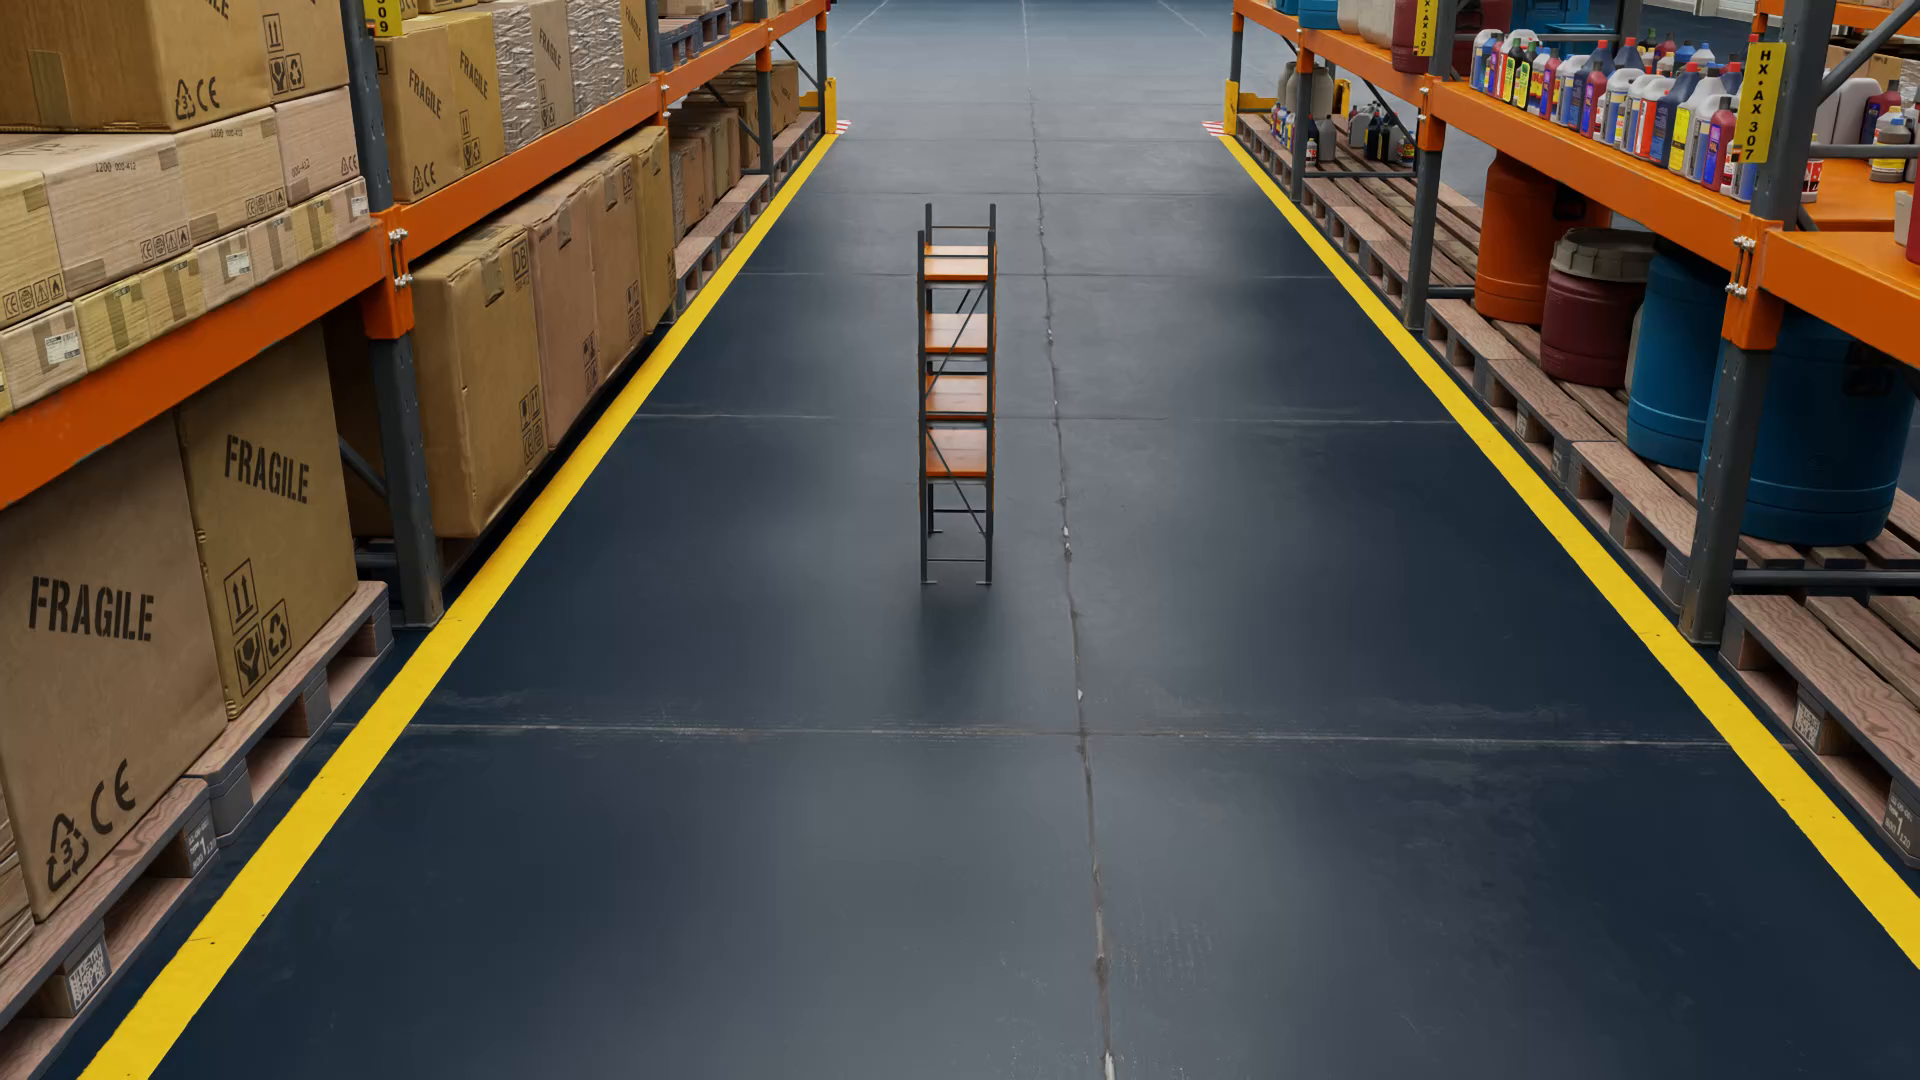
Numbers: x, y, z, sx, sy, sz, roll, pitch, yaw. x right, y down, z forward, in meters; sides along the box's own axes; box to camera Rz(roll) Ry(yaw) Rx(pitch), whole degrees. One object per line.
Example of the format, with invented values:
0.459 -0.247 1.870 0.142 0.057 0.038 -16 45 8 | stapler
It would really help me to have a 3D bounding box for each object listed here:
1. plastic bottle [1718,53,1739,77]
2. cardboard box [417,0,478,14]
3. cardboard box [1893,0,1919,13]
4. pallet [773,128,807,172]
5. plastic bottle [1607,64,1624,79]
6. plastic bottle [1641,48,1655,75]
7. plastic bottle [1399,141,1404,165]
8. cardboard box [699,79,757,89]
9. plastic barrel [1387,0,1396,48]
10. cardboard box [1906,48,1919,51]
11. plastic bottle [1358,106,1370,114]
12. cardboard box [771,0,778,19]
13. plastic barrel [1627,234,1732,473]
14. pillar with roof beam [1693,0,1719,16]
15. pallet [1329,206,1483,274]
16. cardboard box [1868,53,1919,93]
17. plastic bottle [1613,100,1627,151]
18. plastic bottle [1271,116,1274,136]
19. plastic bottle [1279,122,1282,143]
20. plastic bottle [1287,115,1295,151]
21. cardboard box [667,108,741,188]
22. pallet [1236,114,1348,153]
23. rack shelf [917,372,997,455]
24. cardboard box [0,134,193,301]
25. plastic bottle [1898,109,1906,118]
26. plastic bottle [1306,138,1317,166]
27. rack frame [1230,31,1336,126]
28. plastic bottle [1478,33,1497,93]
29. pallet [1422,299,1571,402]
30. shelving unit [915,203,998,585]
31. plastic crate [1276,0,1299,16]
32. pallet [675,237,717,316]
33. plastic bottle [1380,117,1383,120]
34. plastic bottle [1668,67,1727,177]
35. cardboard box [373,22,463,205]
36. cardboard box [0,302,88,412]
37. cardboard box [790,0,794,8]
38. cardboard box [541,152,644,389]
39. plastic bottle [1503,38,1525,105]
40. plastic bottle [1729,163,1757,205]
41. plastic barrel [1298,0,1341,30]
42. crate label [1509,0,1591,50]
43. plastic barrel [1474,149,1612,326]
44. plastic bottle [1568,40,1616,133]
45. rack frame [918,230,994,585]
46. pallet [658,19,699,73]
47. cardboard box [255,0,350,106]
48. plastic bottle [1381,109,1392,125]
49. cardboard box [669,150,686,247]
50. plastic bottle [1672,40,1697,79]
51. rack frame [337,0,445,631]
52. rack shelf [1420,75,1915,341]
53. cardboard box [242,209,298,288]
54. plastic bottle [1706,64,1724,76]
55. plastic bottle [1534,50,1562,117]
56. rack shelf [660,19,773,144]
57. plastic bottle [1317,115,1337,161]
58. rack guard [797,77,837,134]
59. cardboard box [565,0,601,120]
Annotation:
3.128 -1.845 6.799 0.061 0.283 0.133 1 21 2 | plastic bottle
-2.130 -2.131 5.848 0.797 0.503 0.637 1 21 2 | cardboard box
8.007 -4.499 13.338 0.700 0.500 0.500 1 21 2 | cardboard box
-1.911 -3.415 14.539 1.003 0.211 1.213 1 21 2 | pallet
2.544 -1.706 6.456 0.097 0.271 0.097 0 21 0 | plastic bottle
3.291 -2.244 7.940 0.097 0.201 0.097 0 21 0 | plastic bottle
3.471 -3.023 12.933 0.097 0.201 0.097 0 21 0 | plastic bottle
-1.928 -3.637 14.130 0.500 0.500 0.500 -1 21 -3 | cardboard box
2.729 -3.108 9.737 0.421 0.512 0.421 0 21 0 | plastic barrel
8.341 -3.889 14.090 0.500 0.500 0.500 1 21 2 | cardboard box
3.489 -3.597 14.310 0.152 0.276 0.135 1 21 2 | plastic bottle
-1.603 -4.077 12.738 0.380 0.149 0.250 1 21 2 | cardboard box
2.832 -0.753 6.143 0.600 0.901 0.708 1 21 2 | plastic barrel
10.132 -14.402 30.707 9.100 9.000 0.400 1 21 2 | pillar with roof beam
3.000 -1.949 10.759 1.003 0.211 1.213 1 21 2 | pallet
7.805 -3.714 13.639 0.500 0.500 0.500 1 21 2 | cardboard box
2.472 -1.541 6.130 0.097 0.201 0.097 0 21 0 | plastic bottle
2.772 -3.632 14.504 0.097 0.201 0.097 0 21 0 | plastic bottle
2.758 -3.474 14.096 0.097 0.201 0.097 0 21 0 | plastic bottle
2.767 -3.368 13.615 0.144 0.351 0.185 1 21 1 | plastic bottle
-1.971 -2.848 12.069 0.700 0.500 0.500 -1 21 -3 | cardboard box
3.156 -3.800 15.530 1.003 0.211 1.213 1 21 2 | pallet
-0.005 -0.437 5.682 0.258 0.148 0.480 1 21 2 | rack shelf
-1.954 -0.672 3.410 0.500 0.250 0.500 1 21 3 | cardboard box
3.216 -1.362 5.668 0.097 0.201 0.097 0 21 0 | plastic bottle
2.719 -3.010 12.901 0.097 0.201 0.097 0 21 0 | plastic bottle
3.142 -5.421 15.855 1.000 3.000 0.127 1 21 2 | rack frame
2.531 -2.274 7.922 0.097 0.271 0.097 0 21 0 | plastic bottle
2.916 -0.943 8.169 1.003 0.211 1.213 1 21 2 | pallet
-0.005 -0.500 5.658 0.258 1.200 0.503 1 21 2 | shelving unit
2.782 -4.309 13.193 0.499 0.251 0.616 1 21 2 | plastic crate
-2.027 -1.566 9.773 1.003 0.211 1.213 1 21 2 | pallet
3.432 -3.318 13.596 0.097 0.271 0.097 0 21 0 | plastic bottle
2.477 -1.396 5.547 0.144 0.351 0.185 1 21 2 | plastic bottle
-1.910 -1.347 5.217 0.500 0.500 0.500 1 21 2 | cardboard box
-1.903 -0.350 3.130 0.380 0.149 0.250 1 21 3 | cardboard box
-1.591 -4.530 13.903 0.380 0.149 0.250 1 21 2 | cardboard box
-2.129 -1.217 7.376 1.225 0.875 0.875 1 21 2 | cardboard box
2.498 -2.106 7.472 0.061 0.283 0.133 1 21 2 | plastic bottle
2.465 -1.171 5.071 0.152 0.276 0.135 1 21 2 | plastic bottle
2.705 -4.073 11.685 0.600 0.901 0.708 1 21 2 | plastic barrel
3.199 -2.902 9.312 0.502 0.435 0.616 1 21 2 | crate label
2.900 -1.536 8.260 0.600 0.830 0.708 1 21 2 | plastic barrel
2.511 -1.794 6.574 0.144 0.351 0.185 1 21 2 | plastic bottle
-0.012 -0.411 5.430 0.240 1.200 0.015 1 21 2 | rack frame
-2.137 -2.753 9.242 1.213 0.211 1.003 1 21 2 | pallet
-1.921 -1.386 4.215 0.500 0.500 0.500 1 21 3 | cardboard box
3.465 -3.301 13.443 0.144 0.351 0.185 0 21 -1 | plastic bottle
-2.048 -2.066 10.055 0.700 0.500 0.500 -1 21 -3 | cardboard box
3.278 -2.123 7.531 0.097 0.271 0.097 0 21 0 | plastic bottle
-2.174 -1.137 4.813 1.000 3.000 0.127 1 21 2 | rack frame
2.837 -1.470 6.666 1.077 0.370 4.000 1 21 2 | rack shelf
-1.872 -0.720 4.086 0.380 0.149 0.250 0 21 1 | cardboard box
3.266 -1.949 7.181 0.097 0.201 0.097 0 21 0 | plastic bottle
2.503 -1.940 7.061 0.097 0.271 0.097 0 21 0 | plastic bottle
-1.992 -2.971 10.534 1.077 0.370 4.000 1 21 2 | rack shelf
2.895 -3.180 13.131 0.144 0.351 0.185 1 21 2 | plastic bottle
-1.811 -4.283 16.377 1.175 0.500 0.348 1 21 2 | rack guard
-1.853 -2.081 7.107 0.500 0.500 0.500 0 21 0 | cardboard box
